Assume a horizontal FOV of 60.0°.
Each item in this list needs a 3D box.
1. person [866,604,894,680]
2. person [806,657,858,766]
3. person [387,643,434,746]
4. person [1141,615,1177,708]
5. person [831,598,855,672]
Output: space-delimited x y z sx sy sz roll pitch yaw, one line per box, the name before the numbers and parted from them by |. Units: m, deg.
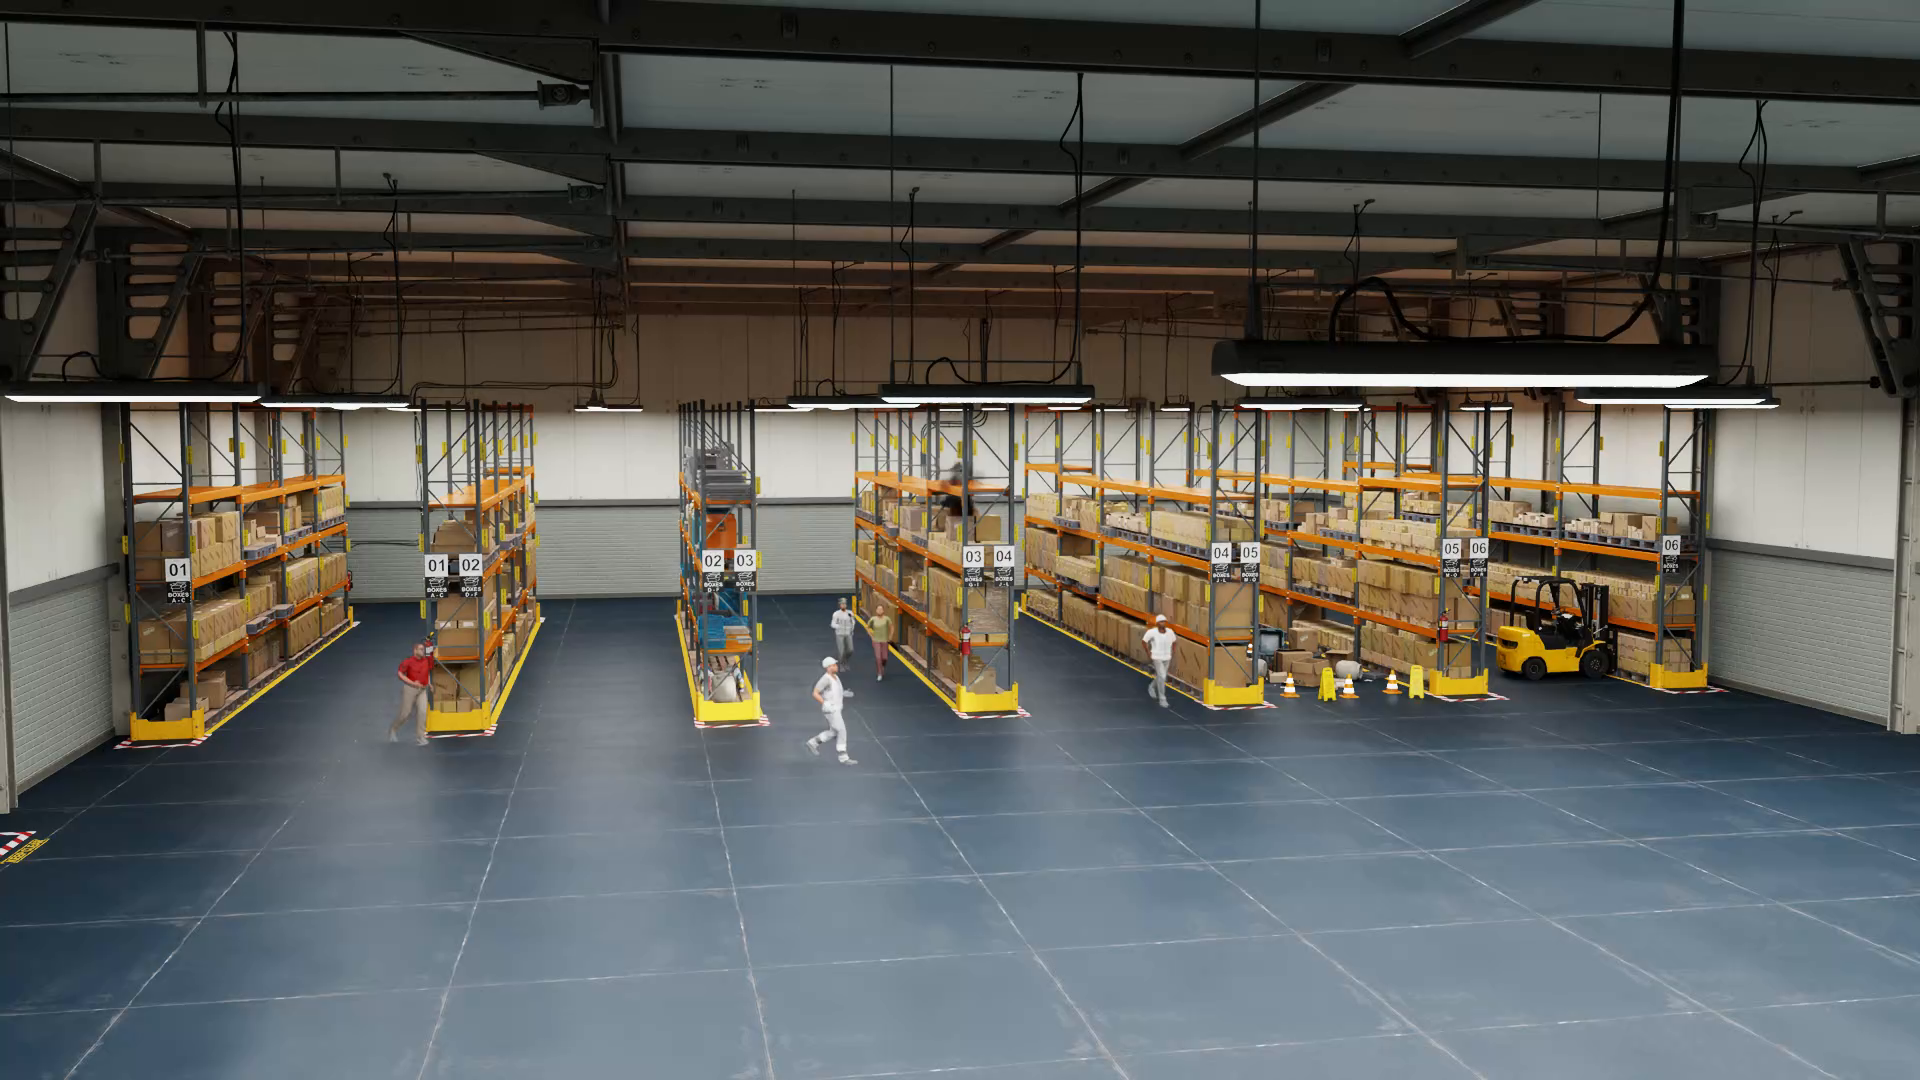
person | -1.736 2.199 36.063 0.605 1.622 0.642 -1 4 -9
person | -2.105 2.789 27.146 0.919 1.765 0.669 1 4 14
person | -9.480 2.671 29.015 0.896 1.728 0.734 3 5 34
person | 3.961 2.359 32.837 0.692 1.799 0.834 -2 5 -25
person | -2.547 2.110 36.821 0.591 1.644 0.599 -1 5 -19
